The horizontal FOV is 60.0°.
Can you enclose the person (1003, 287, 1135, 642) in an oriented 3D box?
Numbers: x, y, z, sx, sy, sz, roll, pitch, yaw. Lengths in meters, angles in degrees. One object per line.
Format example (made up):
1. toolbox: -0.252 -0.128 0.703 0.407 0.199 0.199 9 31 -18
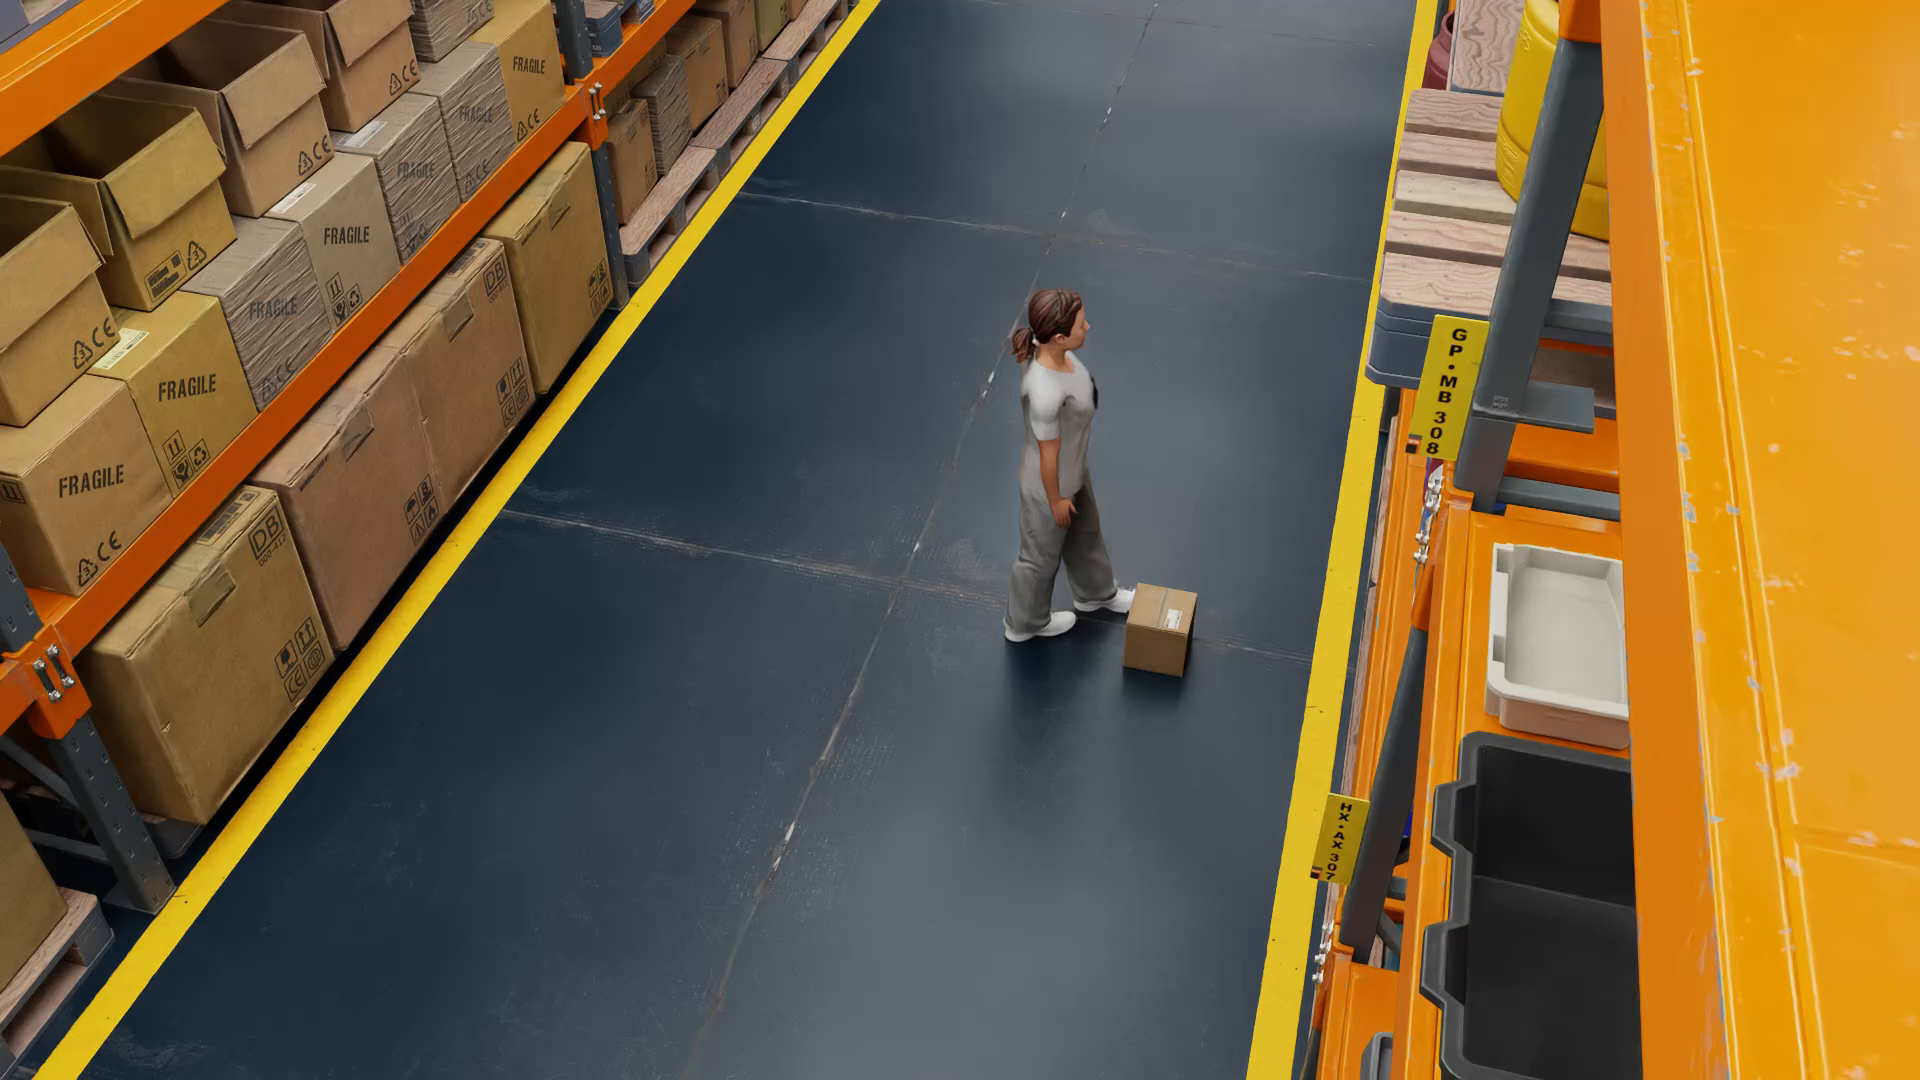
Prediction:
1. person: 0.477 -0.250 6.442 0.605 1.666 0.446 3 41 4
